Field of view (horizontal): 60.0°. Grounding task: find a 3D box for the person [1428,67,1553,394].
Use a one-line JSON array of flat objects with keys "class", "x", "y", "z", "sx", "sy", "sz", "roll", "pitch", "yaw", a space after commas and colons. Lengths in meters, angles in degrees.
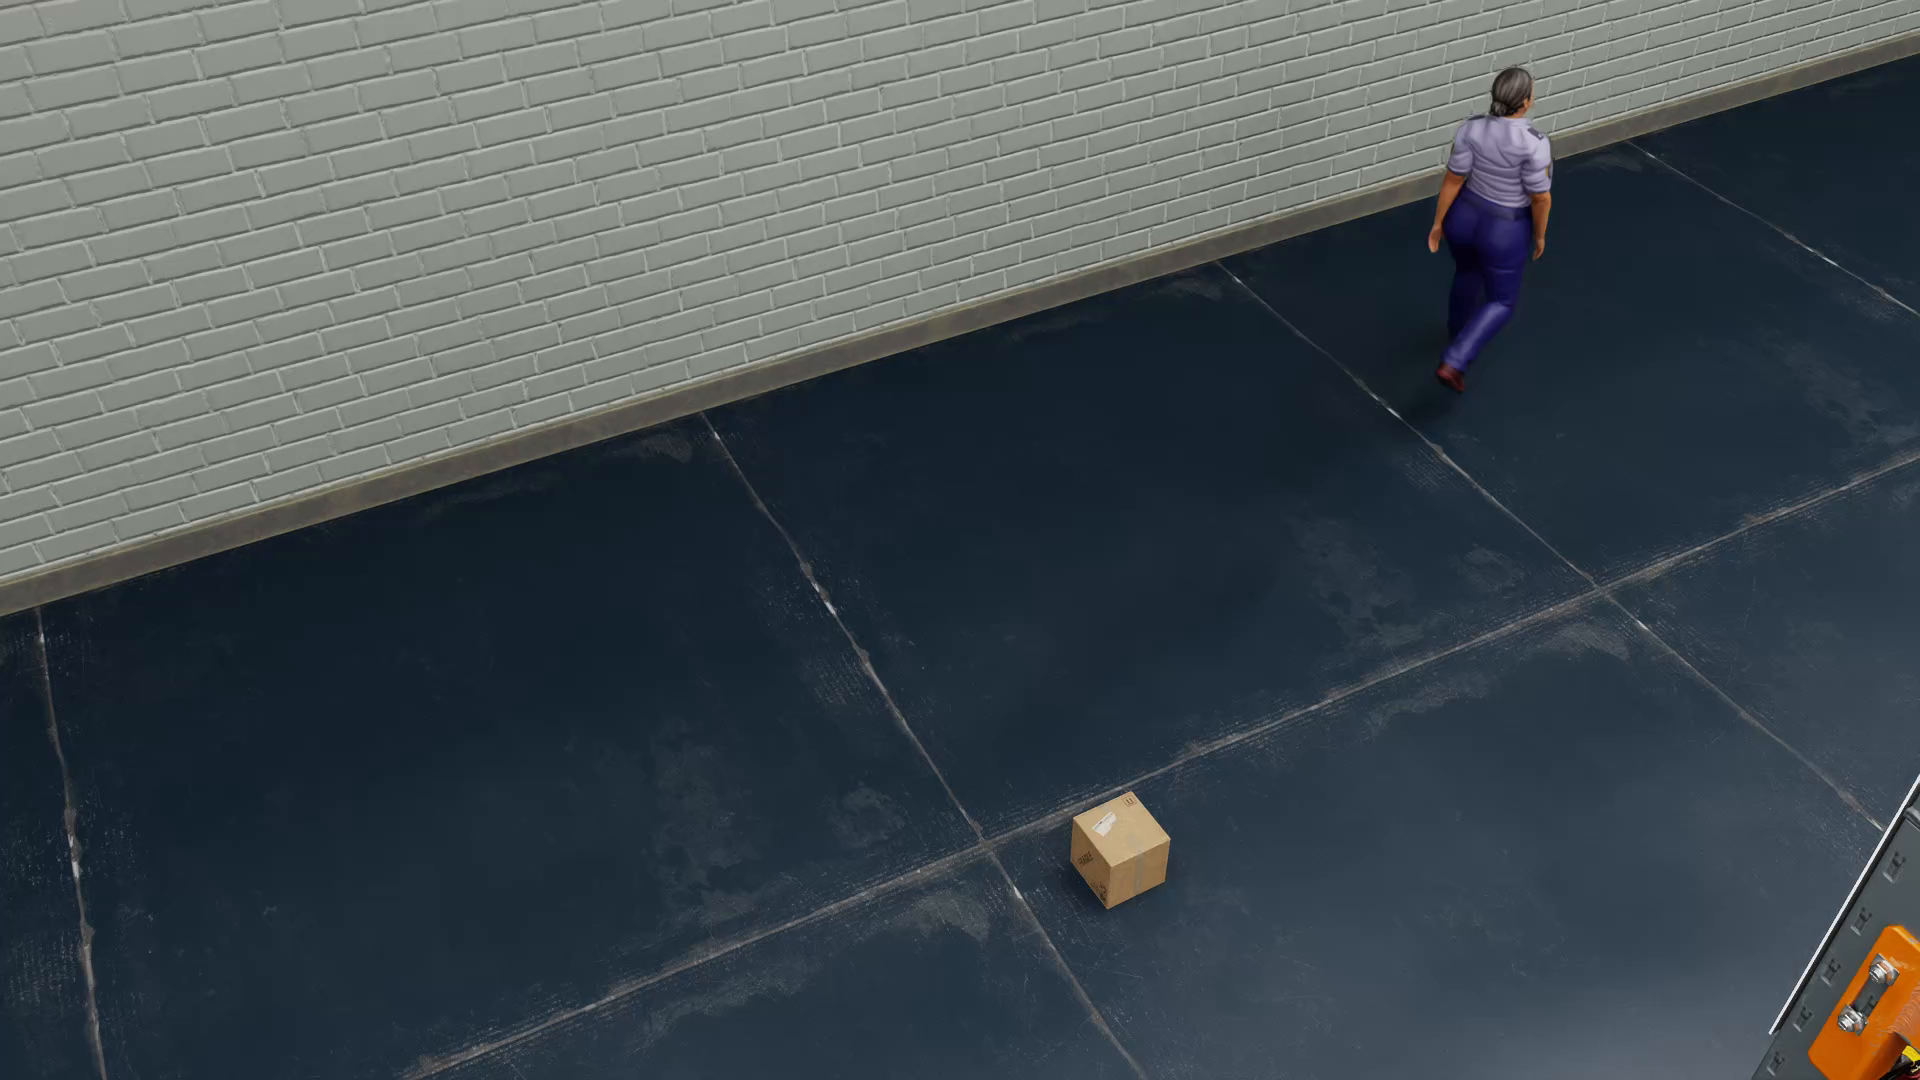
[{"class": "person", "x": 2.475, "y": -1.457, "z": 7.803, "sx": 0.495, "sy": 1.606, "sz": 0.861, "roll": 30, "pitch": 50, "yaw": 29}]
